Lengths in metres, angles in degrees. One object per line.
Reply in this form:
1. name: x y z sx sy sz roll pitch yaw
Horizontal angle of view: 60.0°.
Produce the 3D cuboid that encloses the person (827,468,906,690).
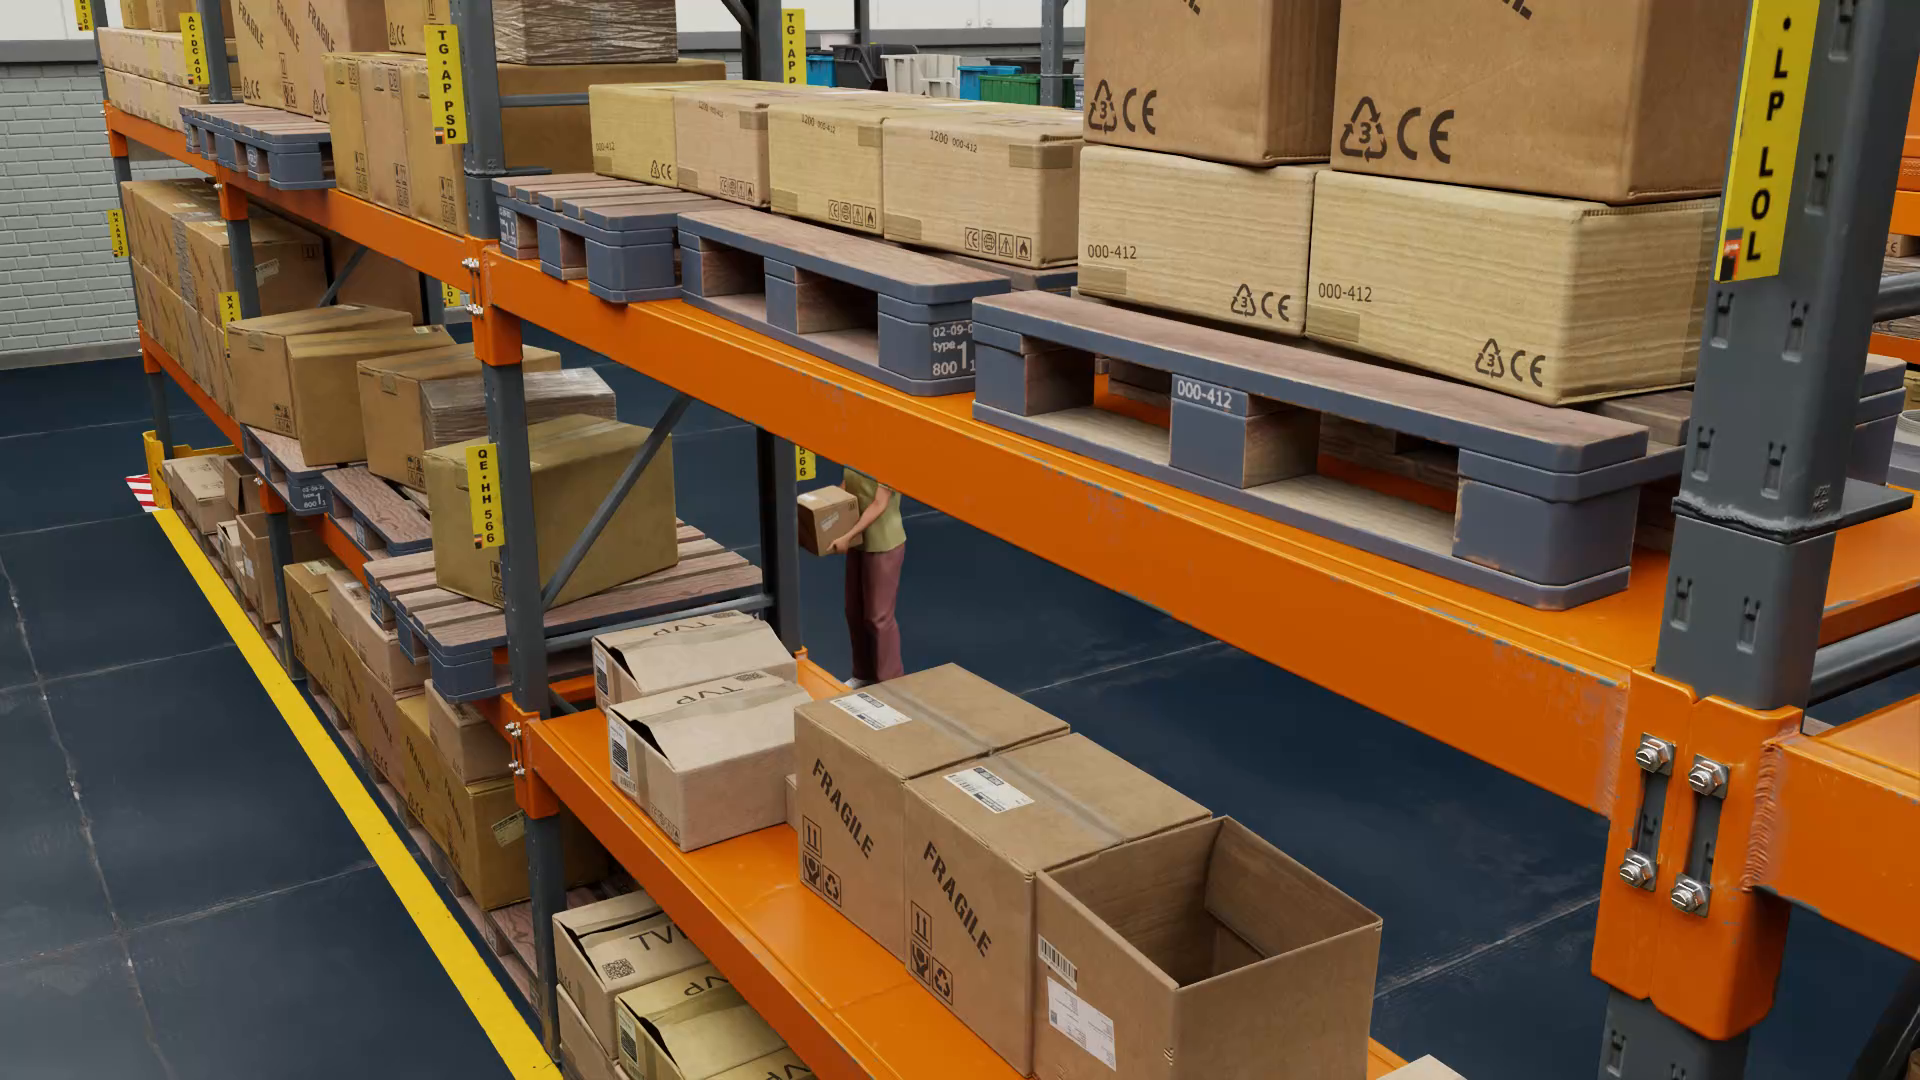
1. person: -0.490 0.048 8.432 0.553 1.663 0.425 -11 21 -30
